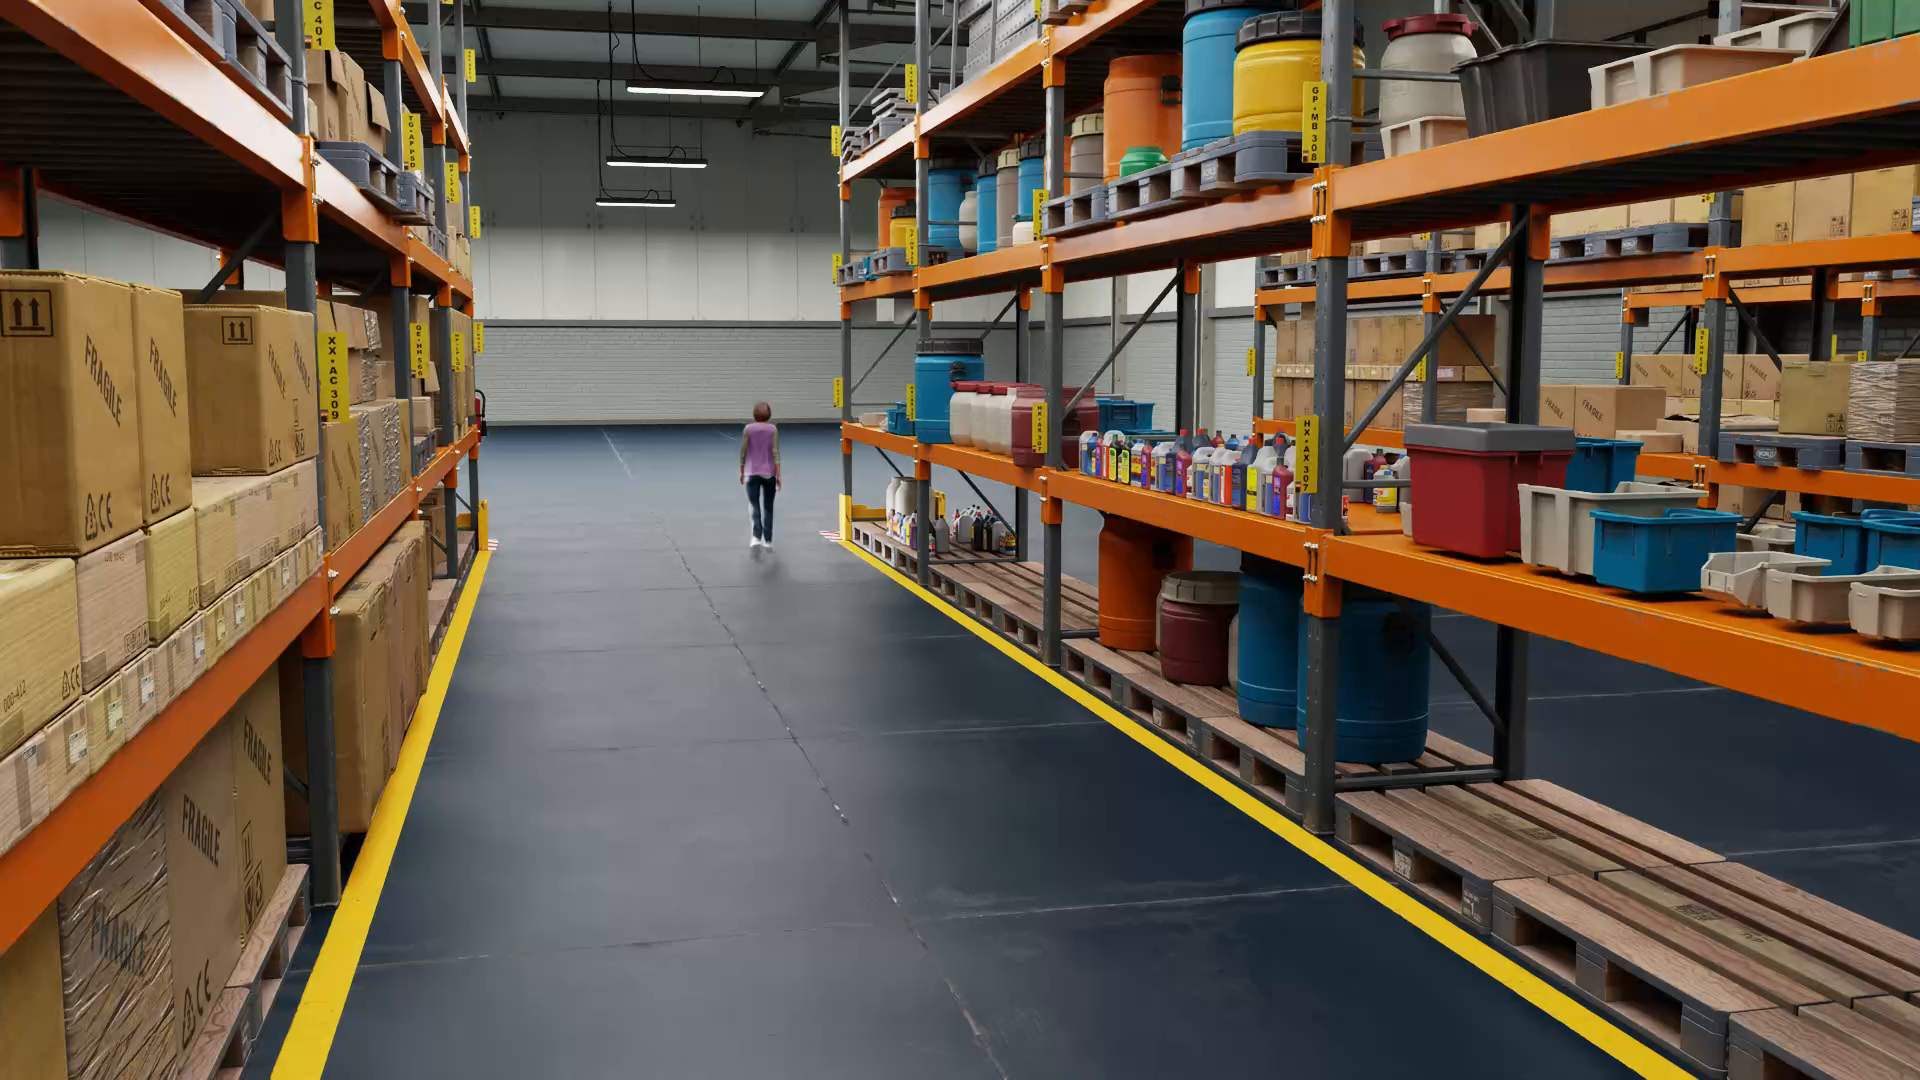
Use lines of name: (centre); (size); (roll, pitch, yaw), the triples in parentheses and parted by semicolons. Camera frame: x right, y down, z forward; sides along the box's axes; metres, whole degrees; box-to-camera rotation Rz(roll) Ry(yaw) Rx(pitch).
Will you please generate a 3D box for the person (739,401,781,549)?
person: (-2.096, -0.679, 17.437); (0.426, 1.554, 0.898); (-1, 6, -11)
